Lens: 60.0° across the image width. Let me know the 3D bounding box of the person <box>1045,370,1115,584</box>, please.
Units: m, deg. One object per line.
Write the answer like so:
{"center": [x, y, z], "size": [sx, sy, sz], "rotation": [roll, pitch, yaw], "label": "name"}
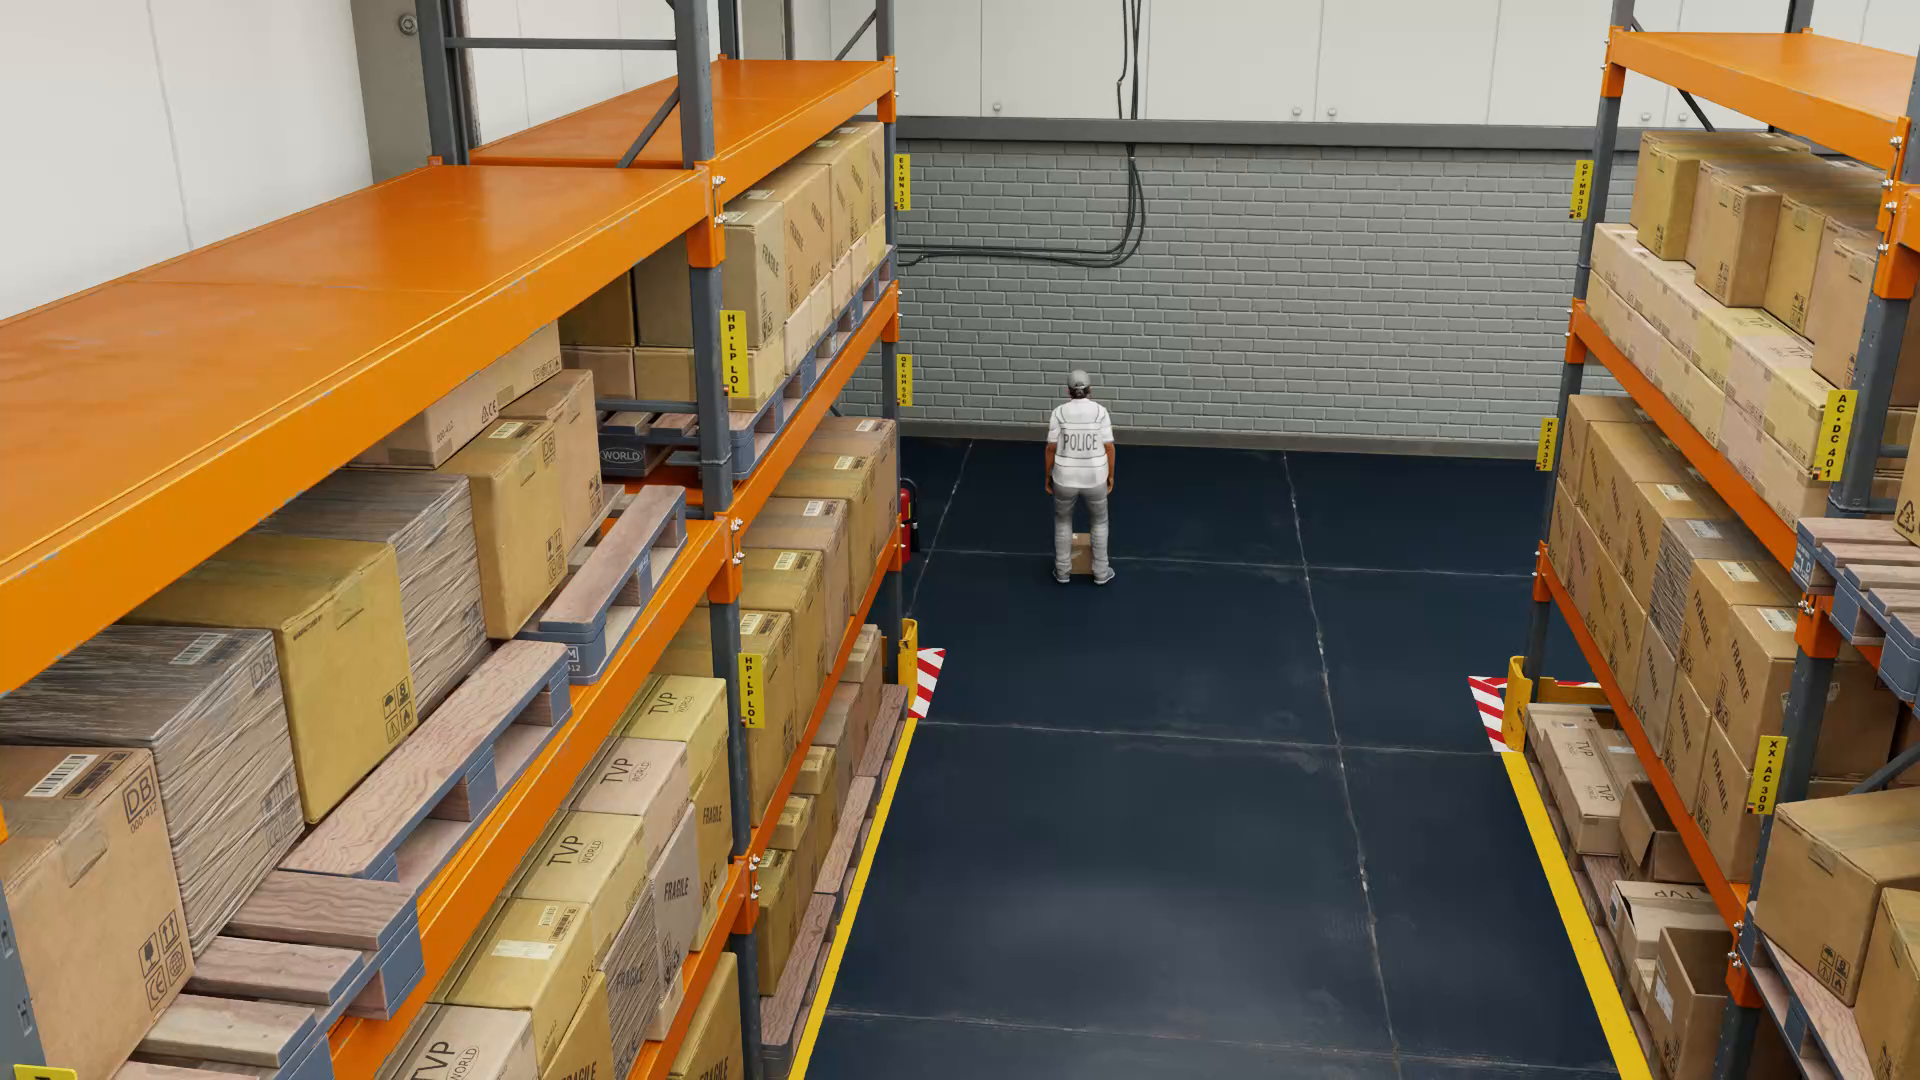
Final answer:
{"center": [0.925, -0.473, 12.683], "size": [0.563, 1.666, 0.470], "rotation": [1, 21, 3], "label": "person"}
